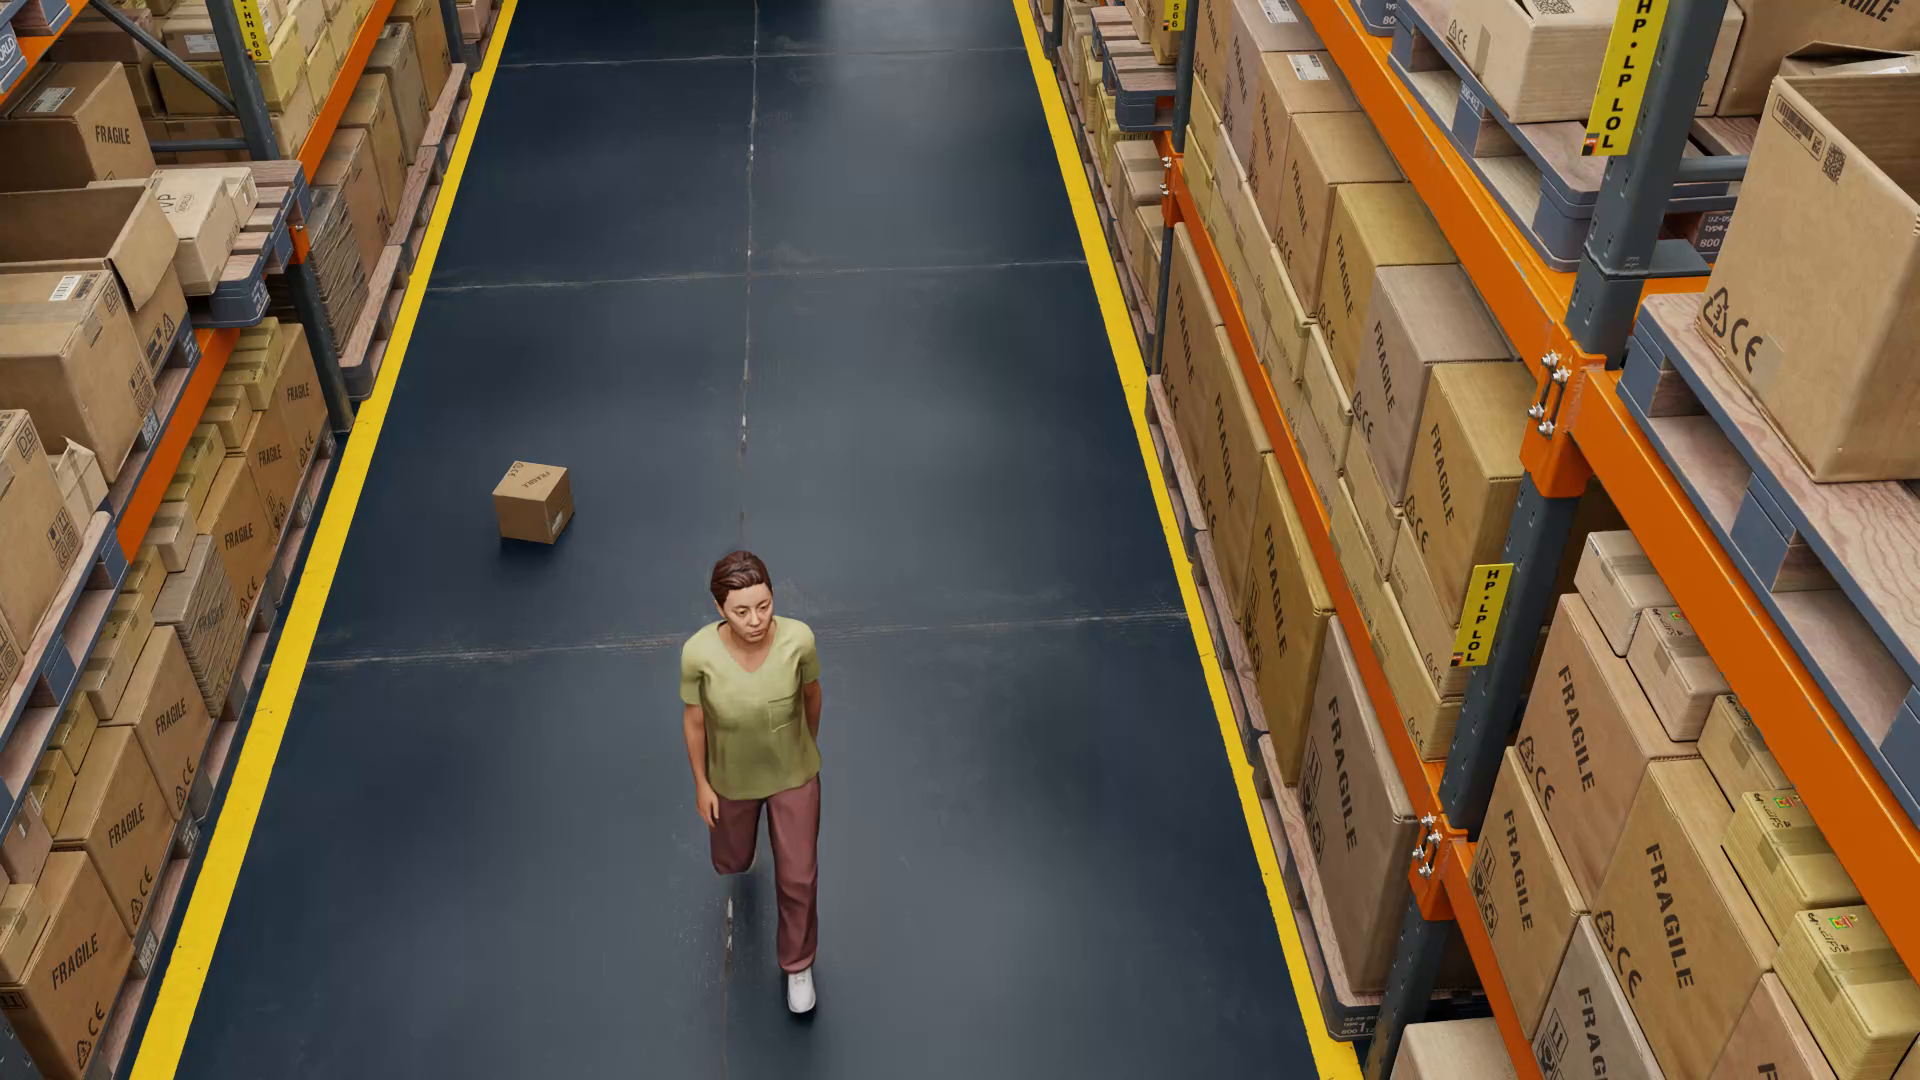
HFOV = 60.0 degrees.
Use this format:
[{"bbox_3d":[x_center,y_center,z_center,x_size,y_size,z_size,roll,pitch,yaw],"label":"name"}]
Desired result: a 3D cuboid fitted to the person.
[{"bbox_3d":[-0.638,0.699,5.285,0.438,1.642,0.821,-6,40,-7],"label":"person"}]
